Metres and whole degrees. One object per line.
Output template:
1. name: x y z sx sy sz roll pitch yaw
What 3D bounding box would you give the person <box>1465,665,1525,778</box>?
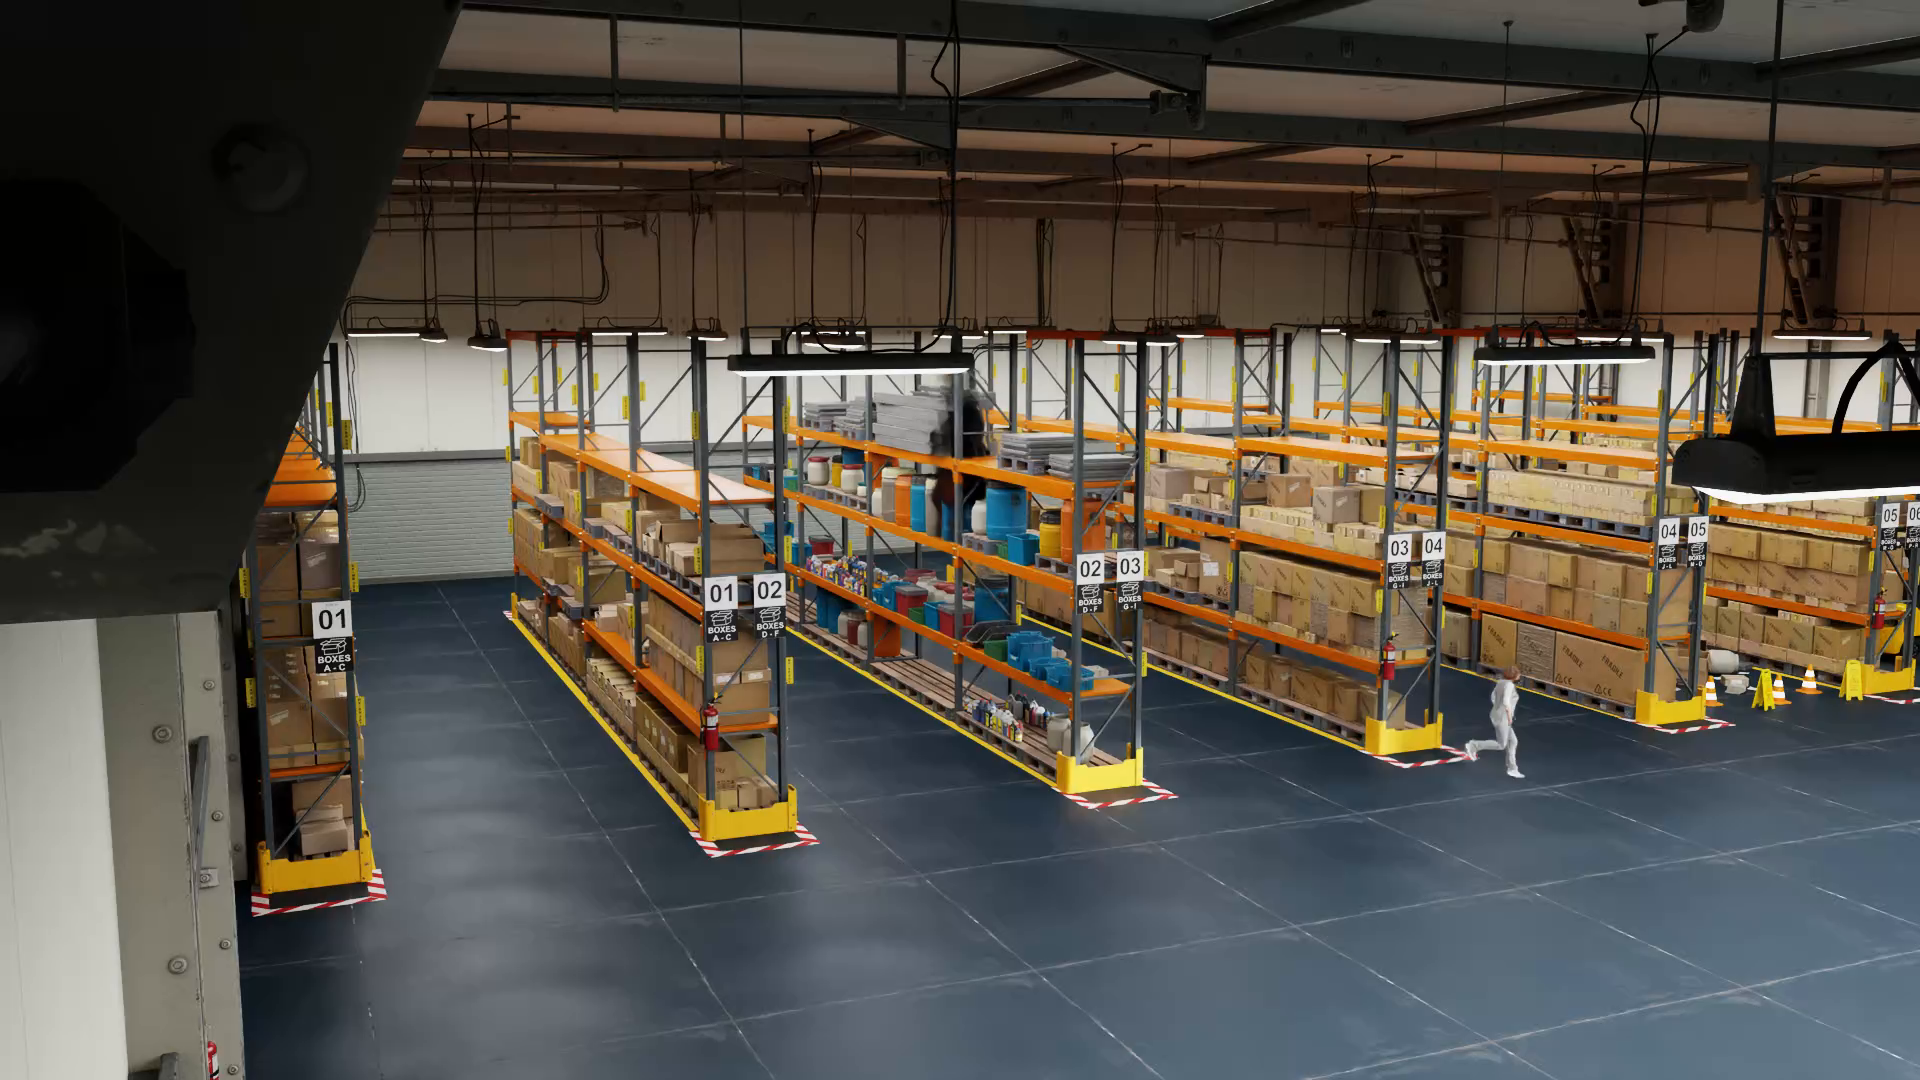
1. person: 7.356 2.490 22.808 0.820 1.581 0.546 1 8 5

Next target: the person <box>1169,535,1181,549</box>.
1. person: 5.518 -0.186 41.705 0.629 1.733 0.740 2 8 14
